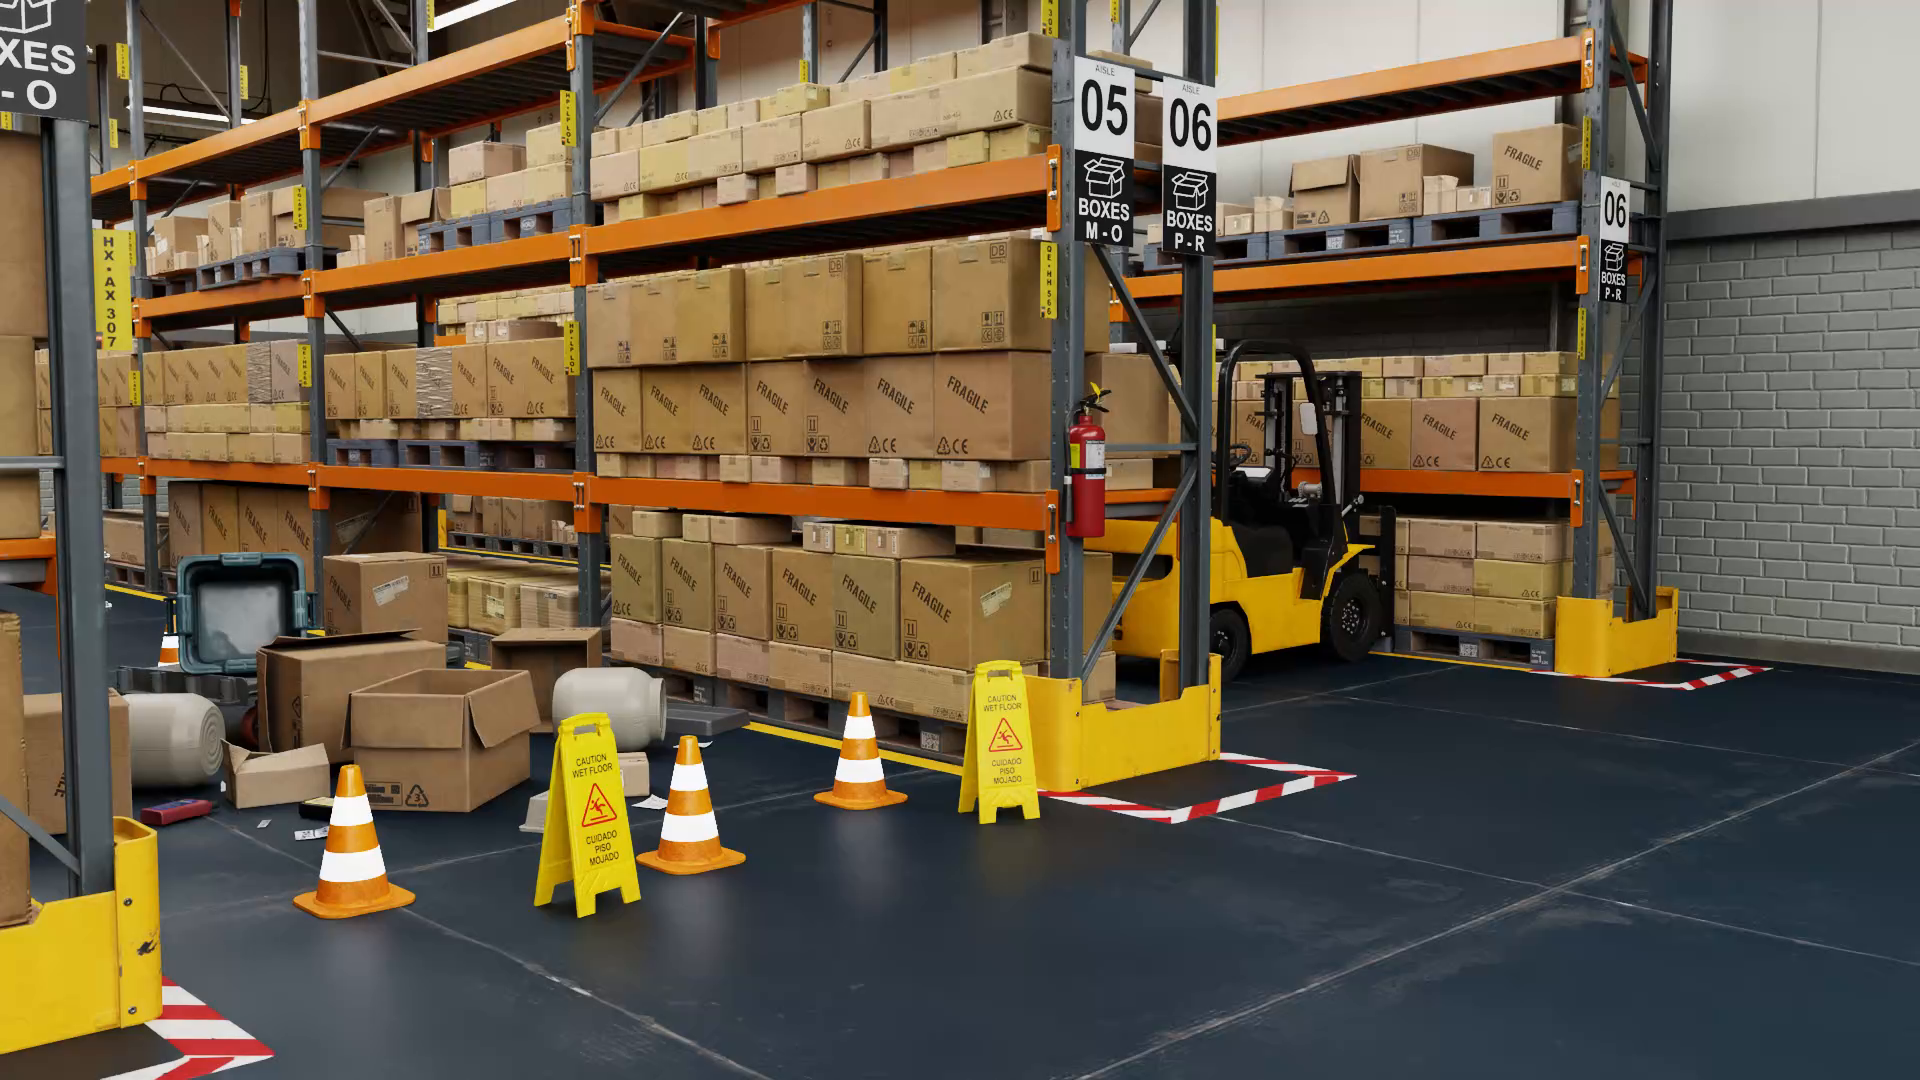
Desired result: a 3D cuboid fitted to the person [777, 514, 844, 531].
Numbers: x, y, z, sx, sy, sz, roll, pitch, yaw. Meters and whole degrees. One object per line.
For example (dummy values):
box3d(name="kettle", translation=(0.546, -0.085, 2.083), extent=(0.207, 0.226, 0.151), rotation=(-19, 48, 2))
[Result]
box3d(name="person", translation=(-1.062, -0.072, 11.781), extent=(0.434, 1.748, 0.595), rotation=(4, 5, 44))
